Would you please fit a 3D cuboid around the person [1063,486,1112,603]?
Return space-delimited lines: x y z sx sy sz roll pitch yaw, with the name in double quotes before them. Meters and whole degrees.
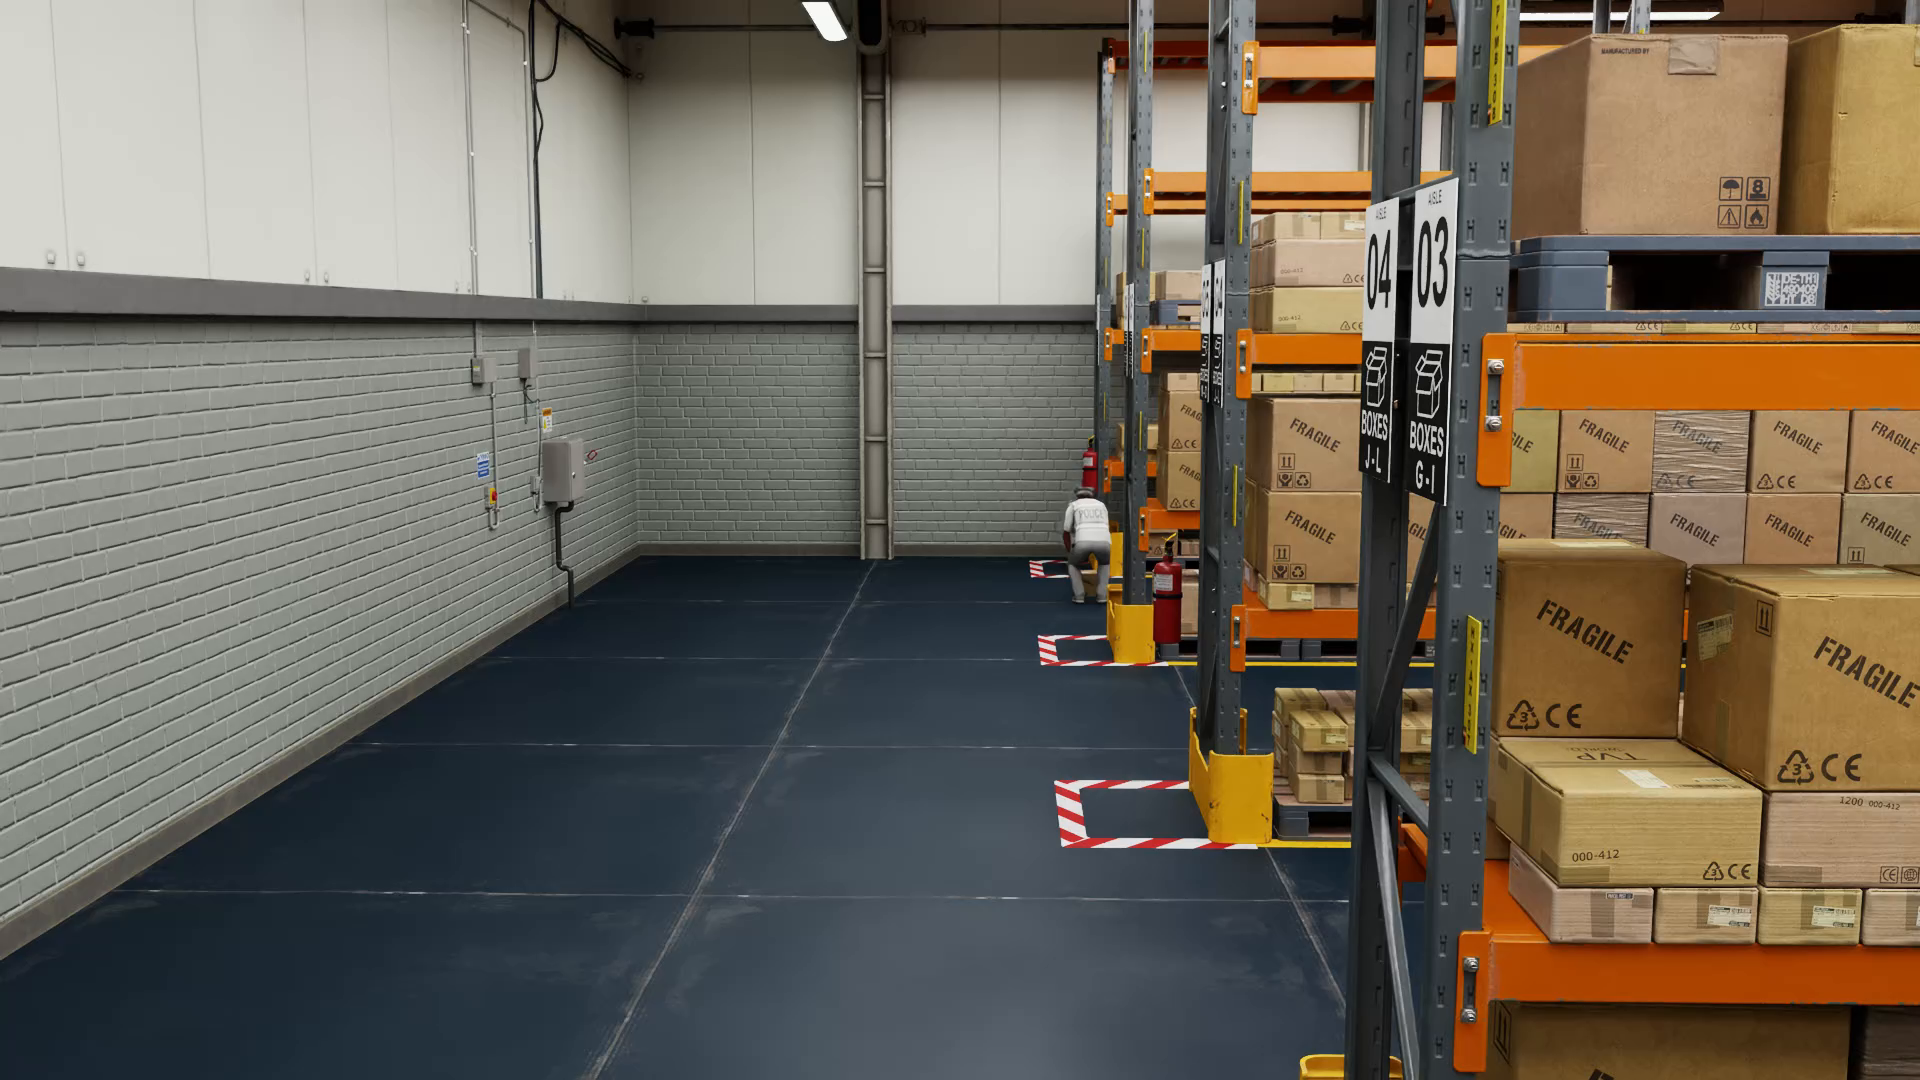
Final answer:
"person" 1.317 0.051 17.261 0.496 1.190 0.803 0 7 1
